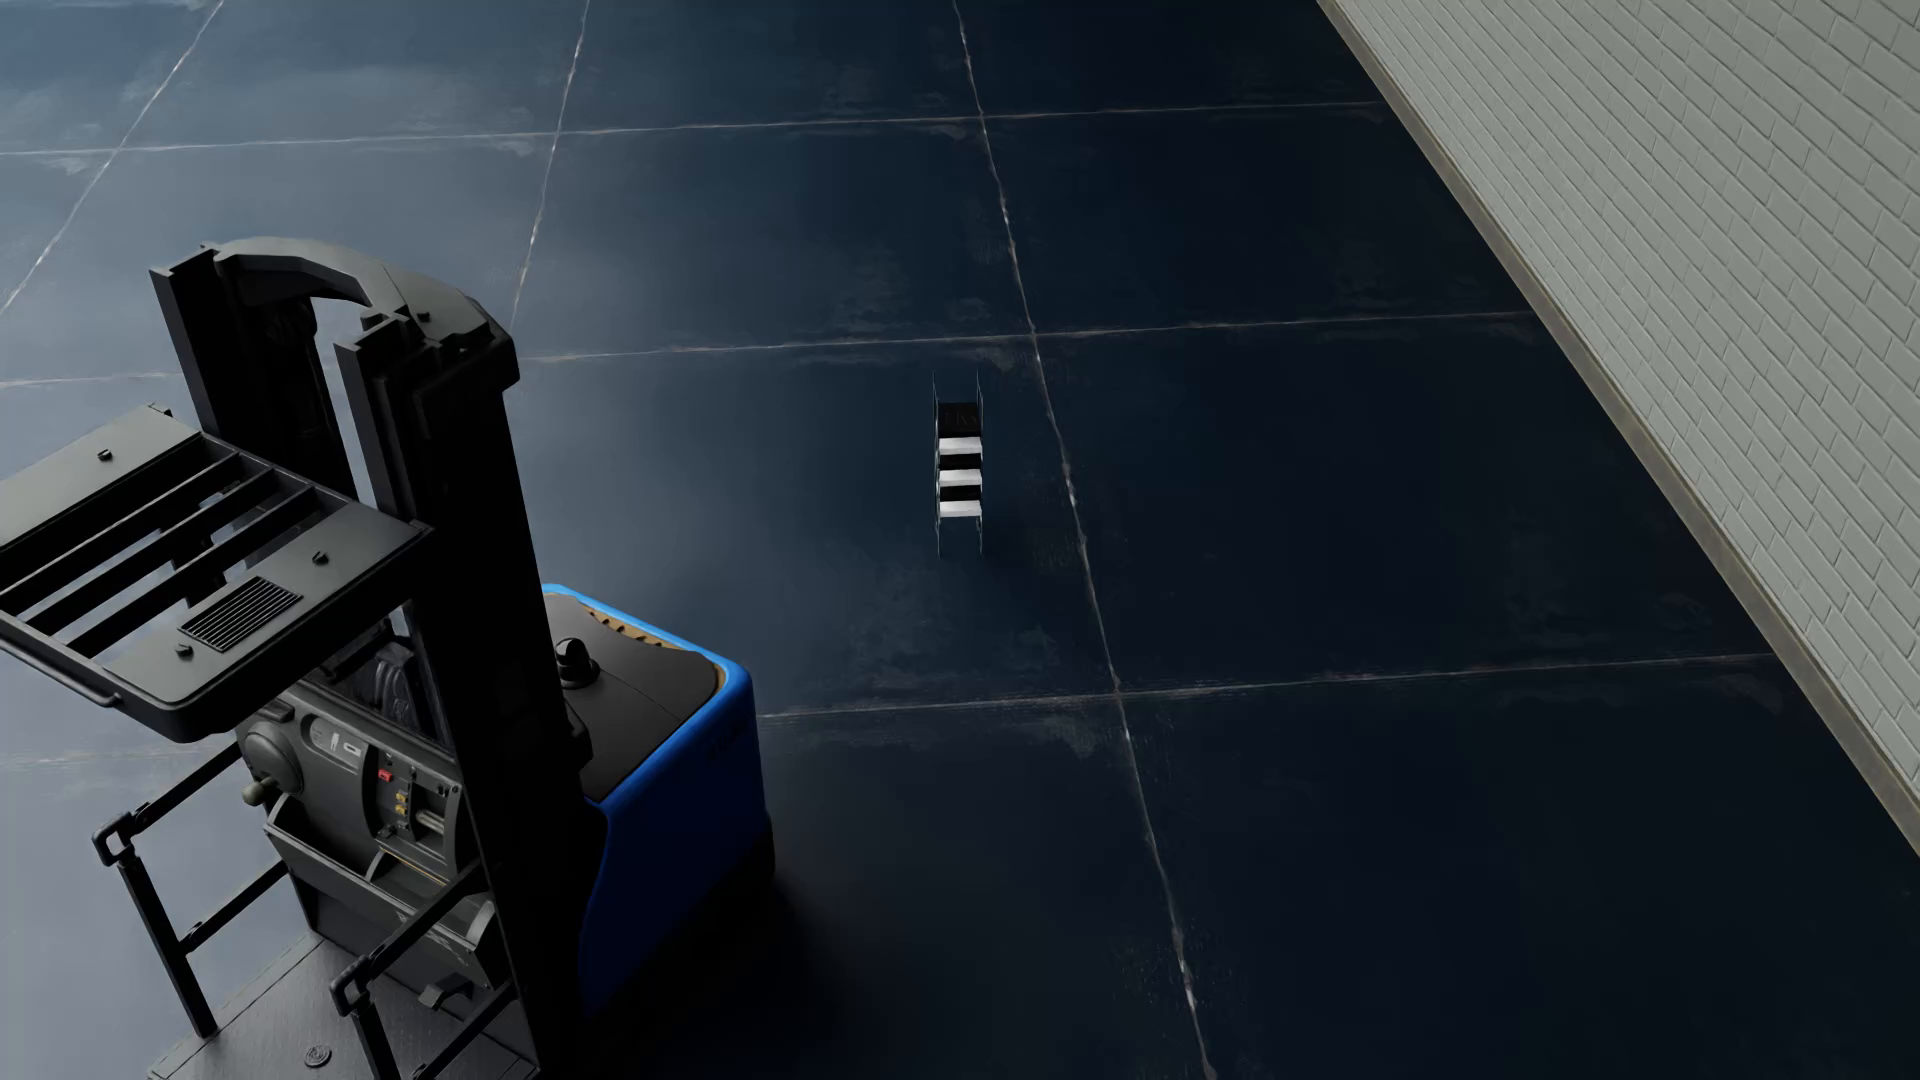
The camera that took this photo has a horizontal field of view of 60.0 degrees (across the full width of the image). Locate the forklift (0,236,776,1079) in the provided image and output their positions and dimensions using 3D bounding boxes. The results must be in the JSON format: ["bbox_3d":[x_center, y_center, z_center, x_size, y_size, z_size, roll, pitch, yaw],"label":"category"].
[{"bbox_3d":[-1.909,0.762,4.740,1.130,2.935,3.031,21,43,24],"label":"forklift"}]

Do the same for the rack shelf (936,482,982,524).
[{"bbox_3d":[-0.008,-0.185,7.925,0.200,0.077,0.258,-3,38,-4],"label":"rack shelf"}]

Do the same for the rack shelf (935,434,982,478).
[{"bbox_3d":[-0.008,-0.397,7.758,0.200,0.077,0.258,-3,38,-4],"label":"rack shelf"}]

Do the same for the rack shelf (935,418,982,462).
[{"bbox_3d":[-0.008,-0.468,7.702,0.200,0.077,0.258,-3,38,-4],"label":"rack shelf"}]

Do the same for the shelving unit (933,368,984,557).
[{"bbox_3d":[-0.008,-0.353,7.793,0.210,0.900,0.258,-3,38,-4],"label":"shelving unit"}]

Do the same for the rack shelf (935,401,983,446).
[{"bbox_3d":[-0.008,-0.539,7.646,0.200,0.077,0.258,-3,38,-4],"label":"rack shelf"}]

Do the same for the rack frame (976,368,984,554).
[{"bbox_3d":[0.093,-0.358,7.800,0.006,0.900,0.240,-3,38,-4],"label":"rack frame"}]

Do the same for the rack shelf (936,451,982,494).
[{"bbox_3d":[-0.008,-0.327,7.813,0.200,0.077,0.258,-3,38,-4],"label":"rack shelf"}]

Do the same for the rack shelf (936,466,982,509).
[{"bbox_3d":[-0.008,-0.256,7.869,0.200,0.077,0.258,-3,38,-4],"label":"rack shelf"}]

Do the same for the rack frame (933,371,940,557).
[{"bbox_3d":[-0.109,-0.347,7.786,0.006,0.900,0.240,-3,38,-4],"label":"rack frame"}]
